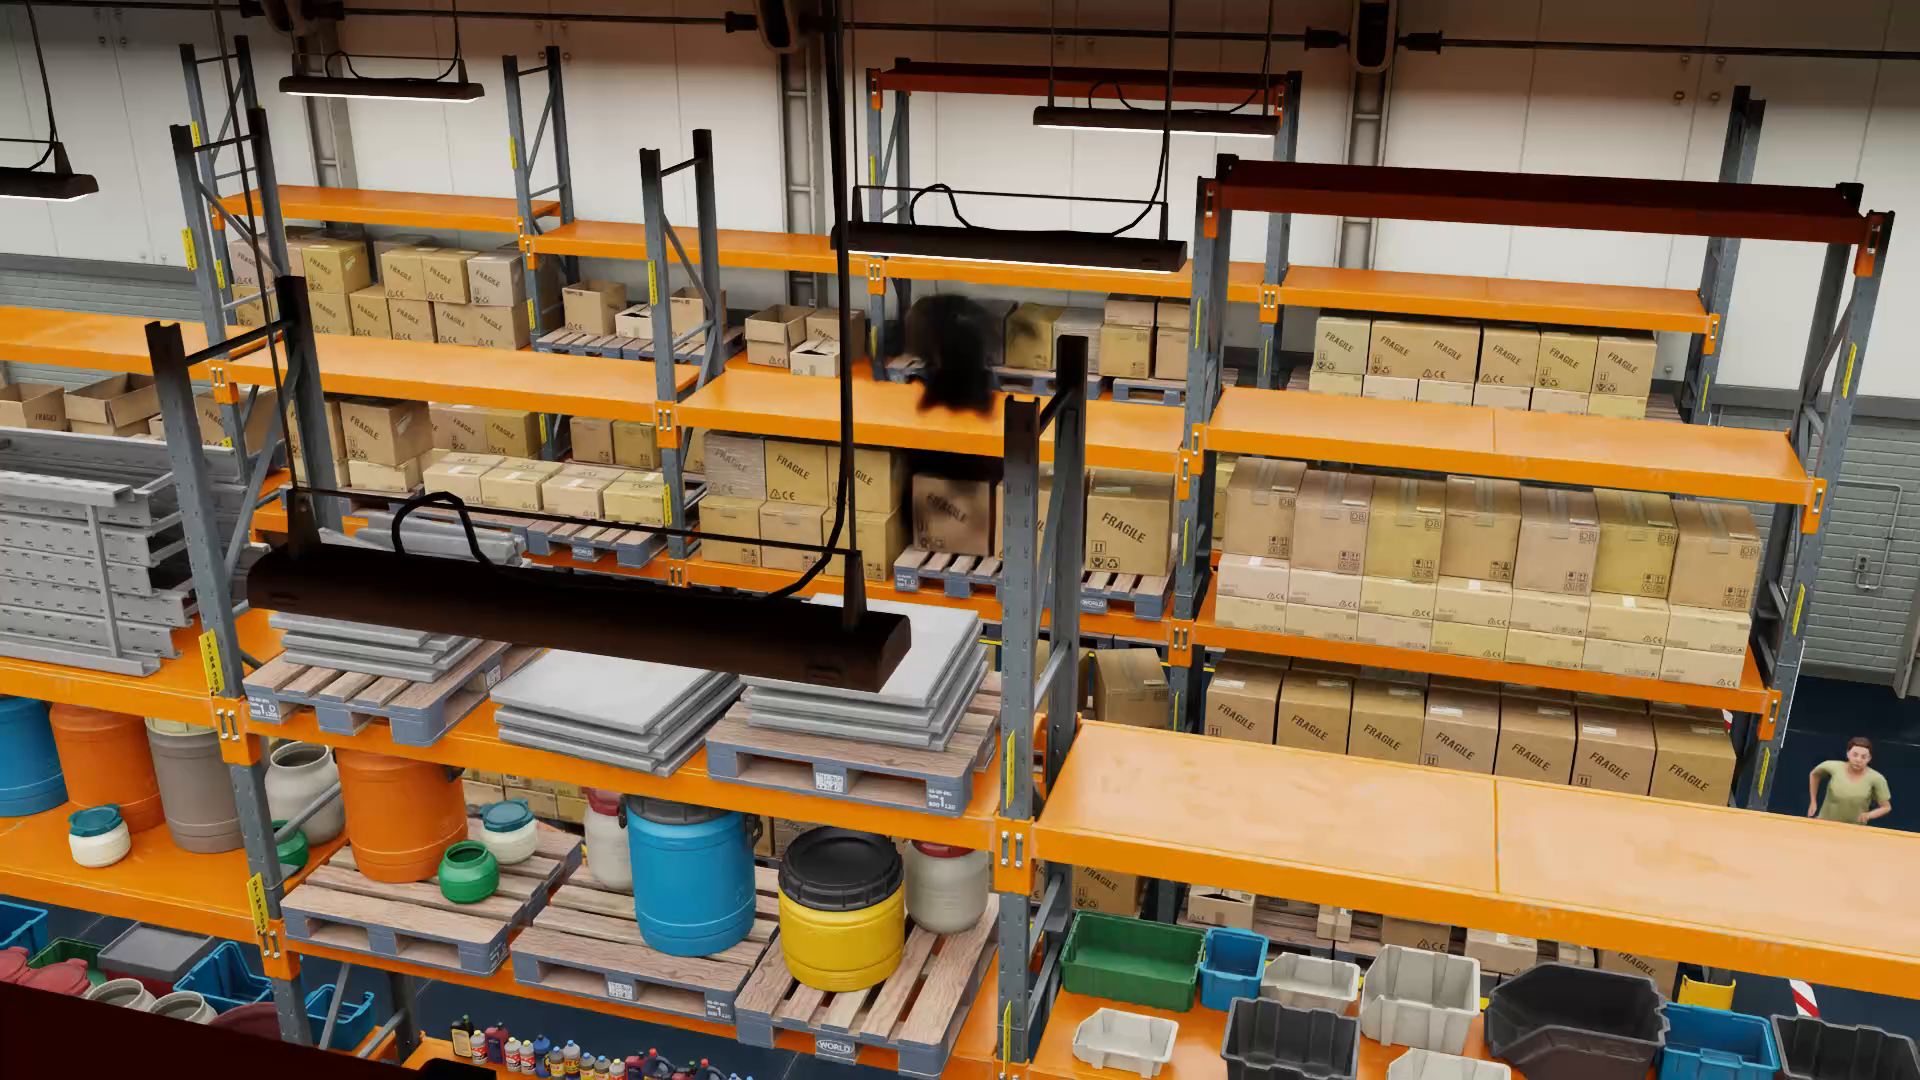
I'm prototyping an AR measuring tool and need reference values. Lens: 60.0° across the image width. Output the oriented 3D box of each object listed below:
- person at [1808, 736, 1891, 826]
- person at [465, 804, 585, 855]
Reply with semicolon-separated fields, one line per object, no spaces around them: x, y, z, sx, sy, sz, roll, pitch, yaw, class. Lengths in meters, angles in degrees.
6.954;2.268;13.107;0.560;1.649;0.907;9;24;20;person
-3.369;2.640;12.560;0.962;1.415;0.605;10;25;23;person
